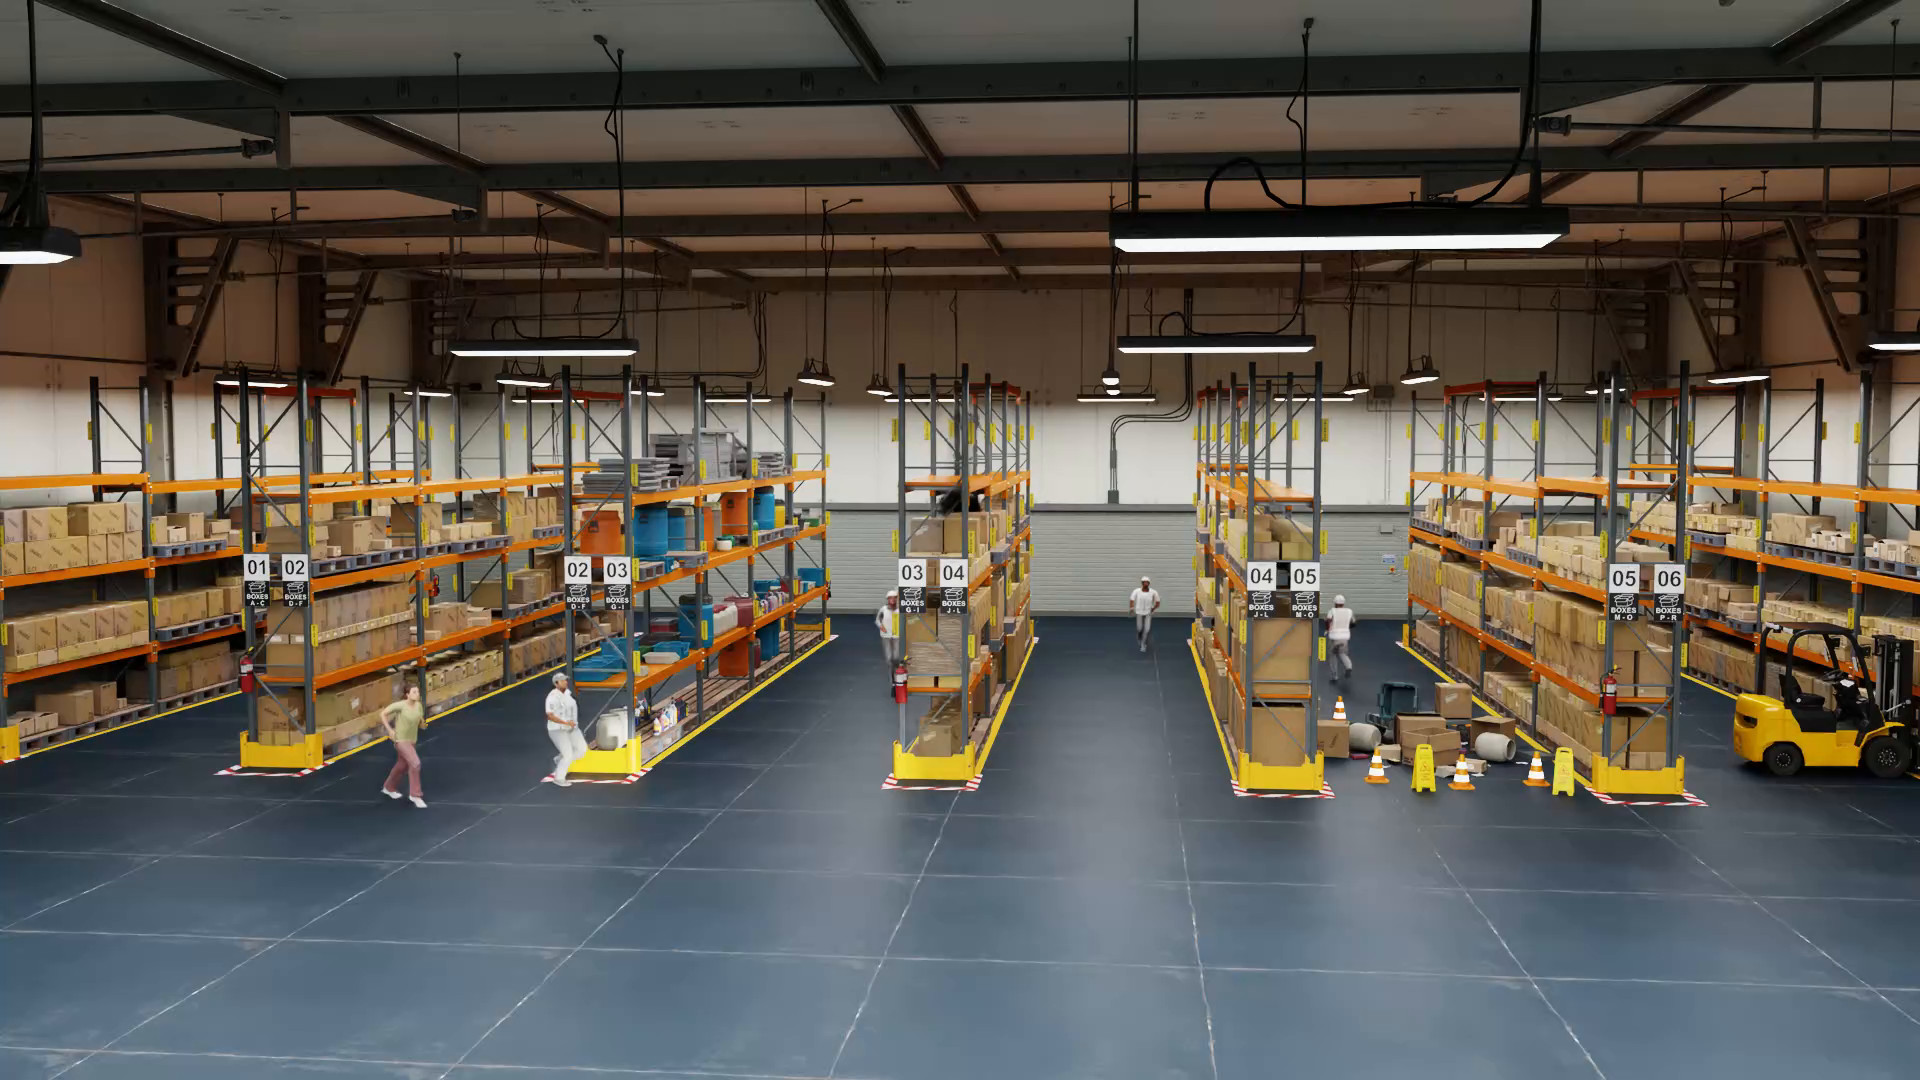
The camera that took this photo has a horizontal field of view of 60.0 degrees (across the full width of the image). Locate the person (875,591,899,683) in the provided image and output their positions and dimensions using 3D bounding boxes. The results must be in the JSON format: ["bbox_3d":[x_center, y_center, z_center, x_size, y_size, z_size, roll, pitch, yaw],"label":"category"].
[{"bbox_3d":[-1.285,1.831,31.359,0.648,1.751,0.569,0,4,-3],"label":"person"}]

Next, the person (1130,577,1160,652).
[{"bbox_3d":[4.247,1.699,38.229,0.704,1.724,0.592,1,4,9],"label":"person"}]

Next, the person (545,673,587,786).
[{"bbox_3d":[-5.625,2.689,23.630,0.525,1.618,0.615,2,4,28],"label":"person"}]

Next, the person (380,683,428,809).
[{"bbox_3d":[-7.497,2.748,22.381,0.853,1.685,0.588,2,4,28],"label":"person"}]

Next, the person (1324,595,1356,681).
[{"bbox_3d":[7.610,1.999,33.310,0.688,1.799,0.902,0,4,-6],"label":"person"}]
